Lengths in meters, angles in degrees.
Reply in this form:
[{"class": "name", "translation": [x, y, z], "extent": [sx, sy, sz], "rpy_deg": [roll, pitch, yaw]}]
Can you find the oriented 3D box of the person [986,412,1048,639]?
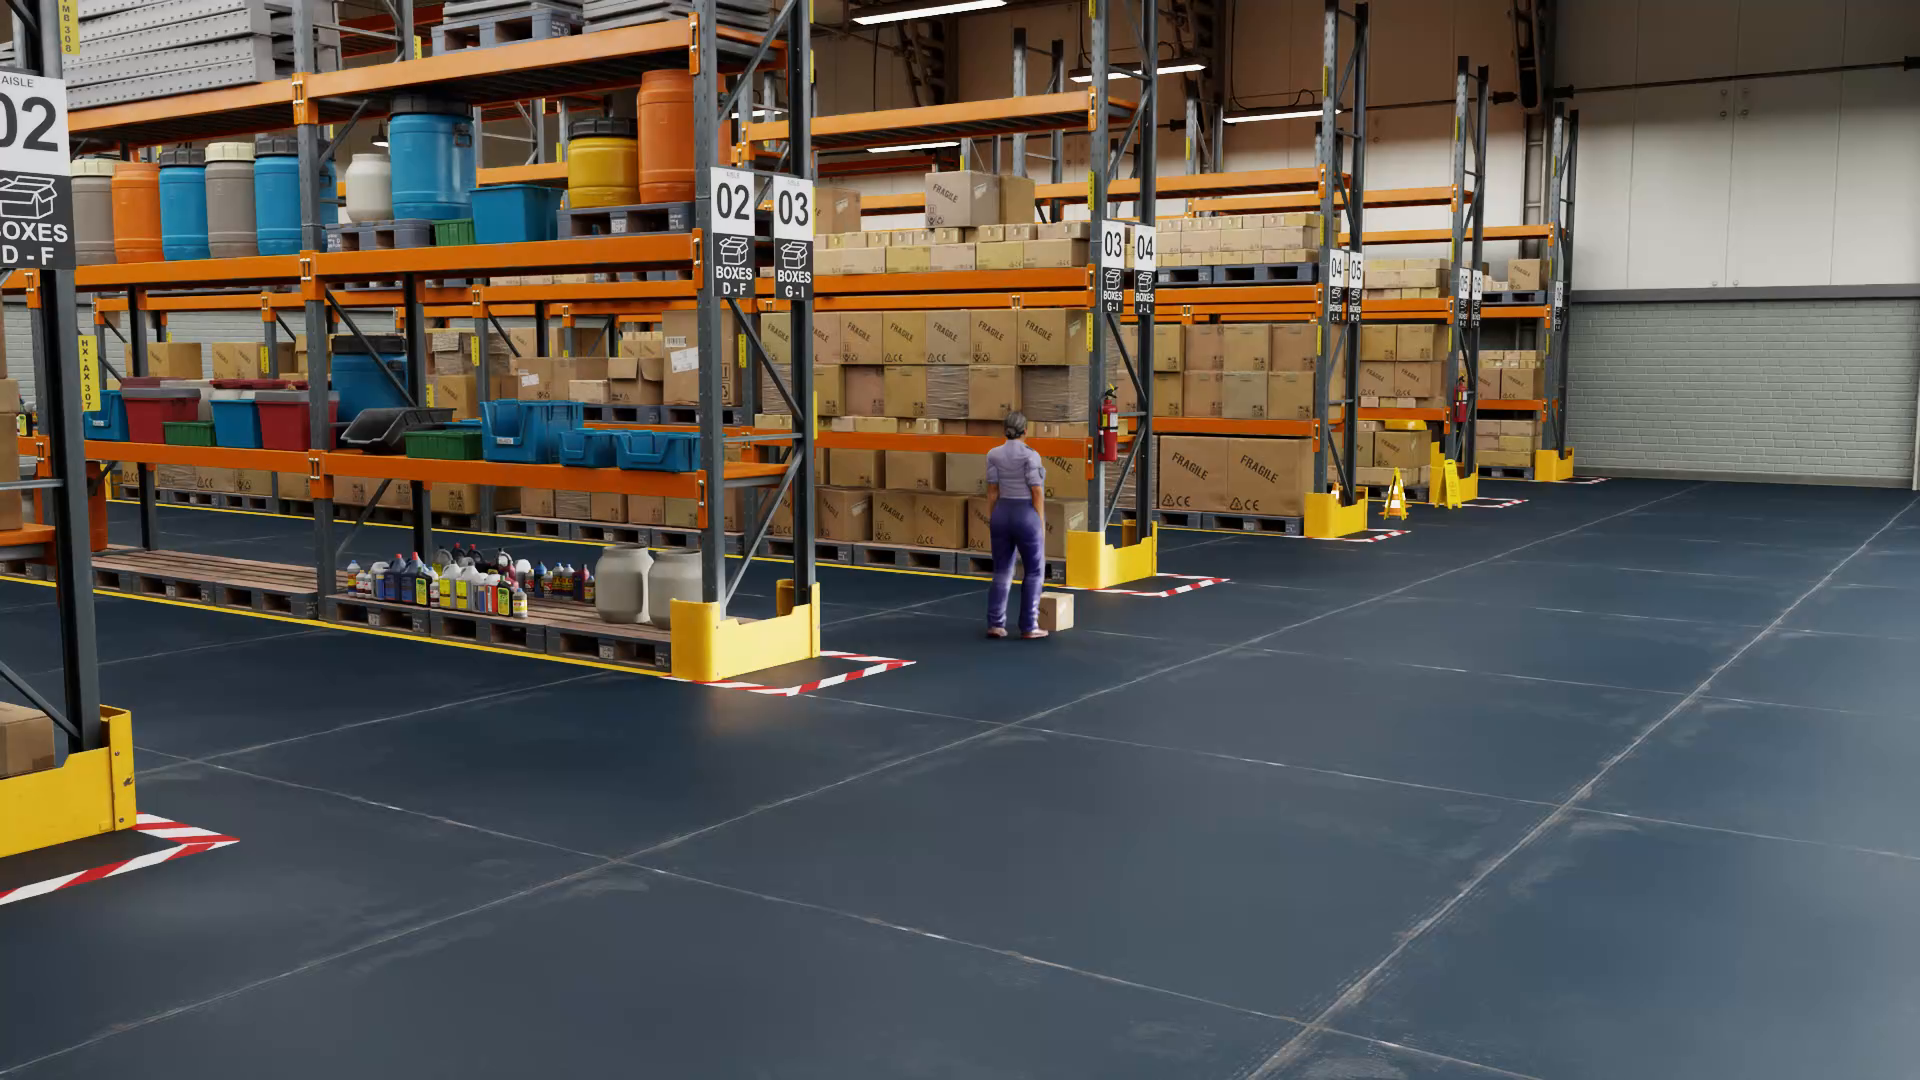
[{"class": "person", "translation": [0.410, -0.088, 12.065], "extent": [0.467, 1.685, 0.354], "rpy_deg": [4, 8, 35]}]
